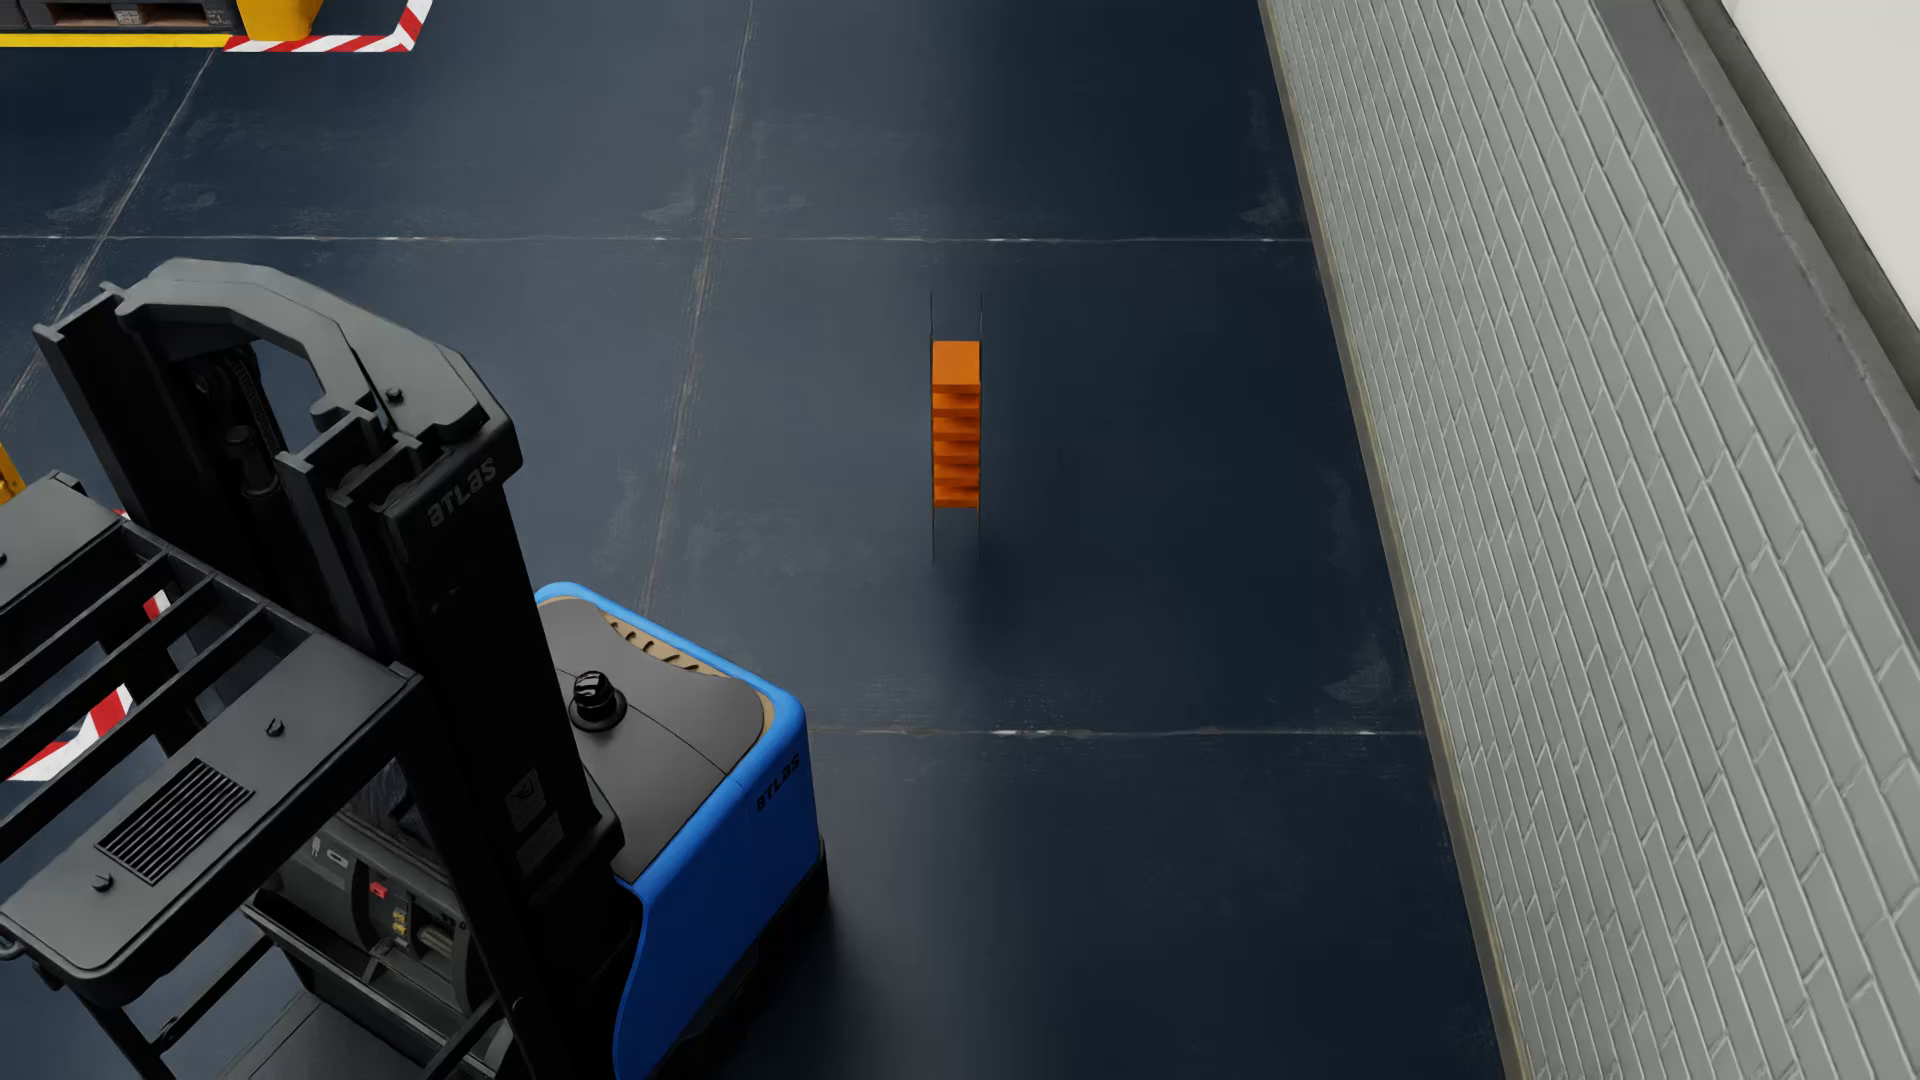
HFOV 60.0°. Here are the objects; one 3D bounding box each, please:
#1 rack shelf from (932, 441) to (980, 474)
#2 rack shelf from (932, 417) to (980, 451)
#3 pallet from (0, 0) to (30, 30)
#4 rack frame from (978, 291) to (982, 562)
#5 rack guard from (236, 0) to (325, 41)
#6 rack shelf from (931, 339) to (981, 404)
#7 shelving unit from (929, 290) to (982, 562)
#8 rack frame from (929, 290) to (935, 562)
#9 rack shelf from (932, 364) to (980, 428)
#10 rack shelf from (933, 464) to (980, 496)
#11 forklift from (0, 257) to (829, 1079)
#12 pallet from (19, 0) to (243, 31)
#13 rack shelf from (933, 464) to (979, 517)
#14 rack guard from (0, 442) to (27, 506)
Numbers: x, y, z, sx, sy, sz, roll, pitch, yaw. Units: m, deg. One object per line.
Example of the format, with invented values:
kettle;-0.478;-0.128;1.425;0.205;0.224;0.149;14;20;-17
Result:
rack shelf;-0.014;-0.379;6.424;0.180;0.103;0.258;0;47;0
rack shelf;-0.014;-0.460;6.336;0.180;0.103;0.258;0;47;0
pallet;-5.964;-3.370;9.823;1.213;0.211;1.003;0;47;0
rack frame;0.077;-0.409;6.391;0.006;1.200;0.240;0;47;0
rack guard;-3.898;-3.442;9.693;0.348;0.500;1.175;0;47;0
rack shelf;-0.014;-0.624;6.161;0.180;0.103;0.258;0;47;0
shelving unit;-0.014;-0.409;6.392;0.189;1.200;0.258;0;47;0
rack frame;-0.106;-0.409;6.392;0.006;1.200;0.240;0;47;0
rack shelf;-0.014;-0.542;6.248;0.180;0.103;0.258;0;47;0
rack shelf;-0.014;-0.297;6.512;0.180;0.103;0.258;0;47;0
forklift;-1.648;0.943;3.951;1.130;2.935;3.031;24;52;21
pallet;-4.747;-3.364;9.818;1.213;0.211;1.003;0;47;0
rack shelf;-0.014;-0.215;6.600;0.180;0.103;0.258;0;47;0
rack guard;-3.917;0.193;6.309;0.348;0.500;1.175;0;47;0
